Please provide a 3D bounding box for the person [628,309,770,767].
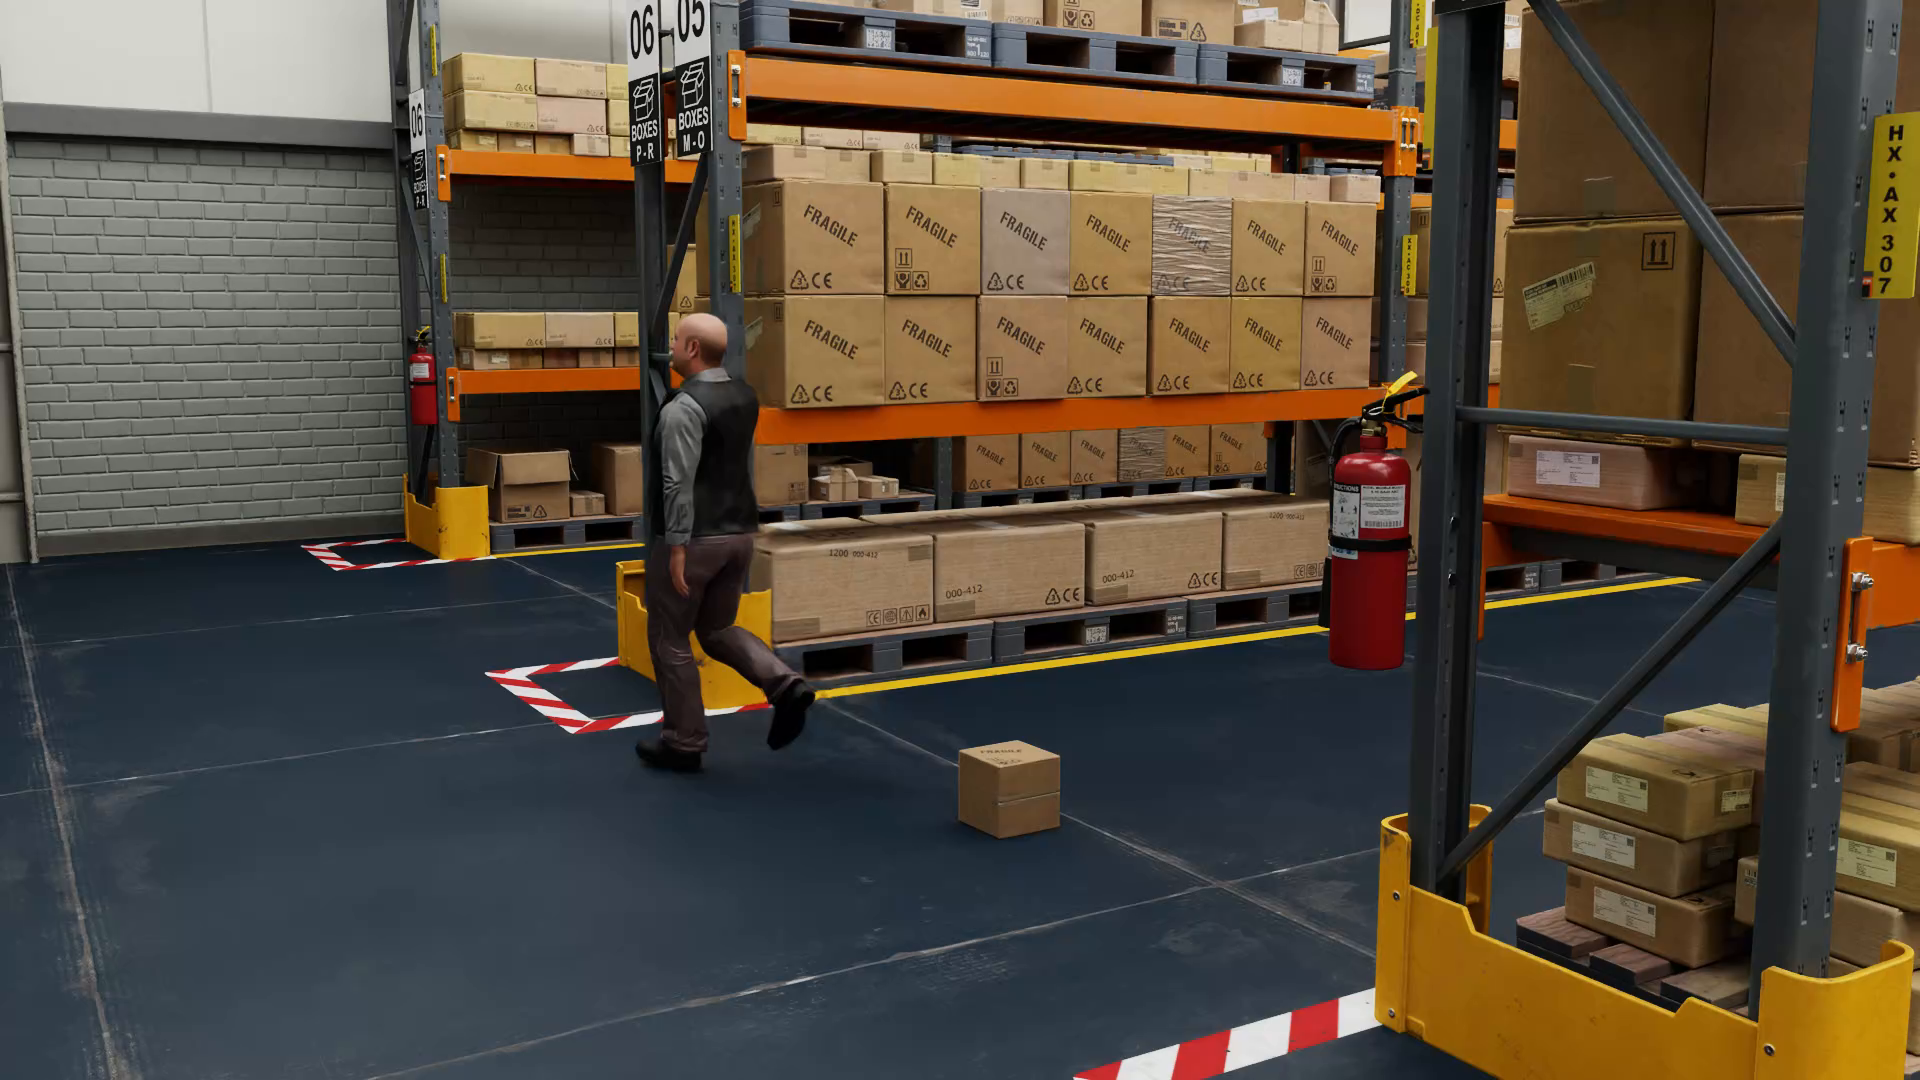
[{"bbox_3d":[-1.006,-0.004,6.255,0.520,1.712,0.552,4,9,28],"label":"person"}]
